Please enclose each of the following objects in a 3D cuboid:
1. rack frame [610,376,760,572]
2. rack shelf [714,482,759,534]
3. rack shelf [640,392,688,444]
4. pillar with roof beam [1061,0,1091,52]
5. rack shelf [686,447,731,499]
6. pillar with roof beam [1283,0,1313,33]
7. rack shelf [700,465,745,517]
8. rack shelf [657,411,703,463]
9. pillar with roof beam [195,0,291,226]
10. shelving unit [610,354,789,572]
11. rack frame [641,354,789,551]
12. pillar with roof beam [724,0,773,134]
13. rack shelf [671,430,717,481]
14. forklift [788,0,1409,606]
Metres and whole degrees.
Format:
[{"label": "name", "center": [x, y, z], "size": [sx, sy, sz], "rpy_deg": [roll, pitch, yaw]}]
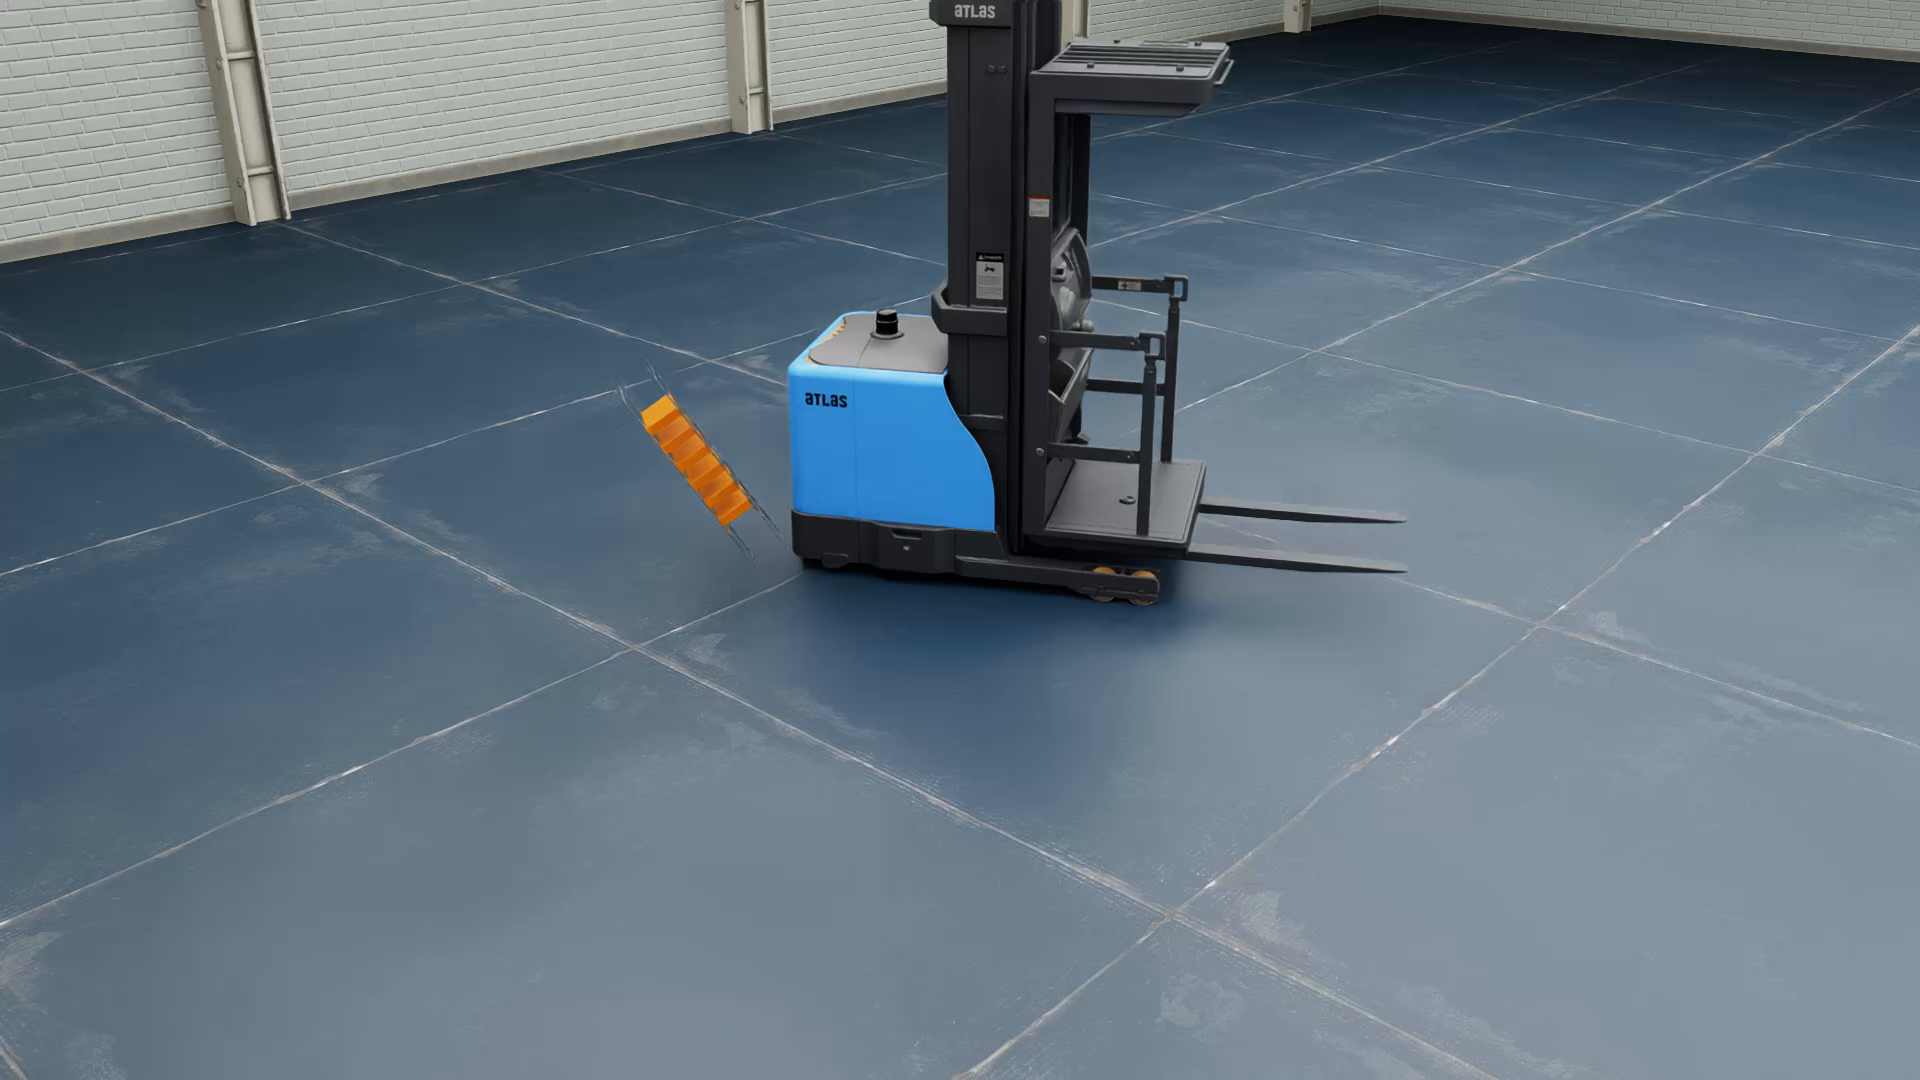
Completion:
[{"label": "rack frame", "center": [-1.348, -0.315, 8.196], "size": [0.006, 1.200, 0.240], "rpy_deg": [-35, 29, 0]}, {"label": "rack shelf", "center": [-1.129, -0.164, 8.333], "size": [0.180, 0.103, 0.258], "rpy_deg": [-35, 29, 0]}, {"label": "rack shelf", "center": [-1.433, -0.593, 8.044], "size": [0.180, 0.103, 0.258], "rpy_deg": [-35, 29, 0]}, {"label": "pillar with roof beam", "center": [4.782, -9.547, 19.044], "size": [9.100, 9.000, 0.400], "rpy_deg": [20, 31, 38]}, {"label": "rack shelf", "center": [-1.251, -0.336, 8.217], "size": [0.180, 0.103, 0.258], "rpy_deg": [-35, 29, 0]}, {"label": "pillar with roof beam", "center": [8.787, -11.375, 23.121], "size": [9.100, 9.000, 0.400], "rpy_deg": [20, 31, 38]}, {"label": "rack shelf", "center": [-1.190, -0.250, 8.275], "size": [0.180, 0.103, 0.258], "rpy_deg": [-35, 29, 0]}, {"label": "rack shelf", "center": [-1.372, -0.507, 8.101], "size": [0.180, 0.103, 0.258], "rpy_deg": [-35, 29, 0]}, {"label": "pillar with roof beam", "center": [-3.227, -5.891, 10.890], "size": [9.100, 9.000, 0.400], "rpy_deg": [20, 31, 38]}, {"label": "shelving unit", "center": [-1.273, -0.368, 8.196], "size": [0.189, 1.200, 0.258], "rpy_deg": [-35, 29, 0]}, {"label": "rack frame", "center": [-1.199, -0.420, 8.196], "size": [0.006, 1.200, 0.240], "rpy_deg": [-35, 29, 0]}, {"label": "pillar with roof beam", "center": [0.778, -7.719, 14.967], "size": [9.100, 9.000, 0.400], "rpy_deg": [20, 31, 38]}, {"label": "rack shelf", "center": [-1.312, -0.422, 8.159], "size": [0.180, 0.103, 0.258], "rpy_deg": [-35, 29, 0]}, {"label": "forklift", "center": [0.723, -1.258, 7.973], "size": [3.031, 2.935, 1.130], "rpy_deg": [5, 25, 12]}]
